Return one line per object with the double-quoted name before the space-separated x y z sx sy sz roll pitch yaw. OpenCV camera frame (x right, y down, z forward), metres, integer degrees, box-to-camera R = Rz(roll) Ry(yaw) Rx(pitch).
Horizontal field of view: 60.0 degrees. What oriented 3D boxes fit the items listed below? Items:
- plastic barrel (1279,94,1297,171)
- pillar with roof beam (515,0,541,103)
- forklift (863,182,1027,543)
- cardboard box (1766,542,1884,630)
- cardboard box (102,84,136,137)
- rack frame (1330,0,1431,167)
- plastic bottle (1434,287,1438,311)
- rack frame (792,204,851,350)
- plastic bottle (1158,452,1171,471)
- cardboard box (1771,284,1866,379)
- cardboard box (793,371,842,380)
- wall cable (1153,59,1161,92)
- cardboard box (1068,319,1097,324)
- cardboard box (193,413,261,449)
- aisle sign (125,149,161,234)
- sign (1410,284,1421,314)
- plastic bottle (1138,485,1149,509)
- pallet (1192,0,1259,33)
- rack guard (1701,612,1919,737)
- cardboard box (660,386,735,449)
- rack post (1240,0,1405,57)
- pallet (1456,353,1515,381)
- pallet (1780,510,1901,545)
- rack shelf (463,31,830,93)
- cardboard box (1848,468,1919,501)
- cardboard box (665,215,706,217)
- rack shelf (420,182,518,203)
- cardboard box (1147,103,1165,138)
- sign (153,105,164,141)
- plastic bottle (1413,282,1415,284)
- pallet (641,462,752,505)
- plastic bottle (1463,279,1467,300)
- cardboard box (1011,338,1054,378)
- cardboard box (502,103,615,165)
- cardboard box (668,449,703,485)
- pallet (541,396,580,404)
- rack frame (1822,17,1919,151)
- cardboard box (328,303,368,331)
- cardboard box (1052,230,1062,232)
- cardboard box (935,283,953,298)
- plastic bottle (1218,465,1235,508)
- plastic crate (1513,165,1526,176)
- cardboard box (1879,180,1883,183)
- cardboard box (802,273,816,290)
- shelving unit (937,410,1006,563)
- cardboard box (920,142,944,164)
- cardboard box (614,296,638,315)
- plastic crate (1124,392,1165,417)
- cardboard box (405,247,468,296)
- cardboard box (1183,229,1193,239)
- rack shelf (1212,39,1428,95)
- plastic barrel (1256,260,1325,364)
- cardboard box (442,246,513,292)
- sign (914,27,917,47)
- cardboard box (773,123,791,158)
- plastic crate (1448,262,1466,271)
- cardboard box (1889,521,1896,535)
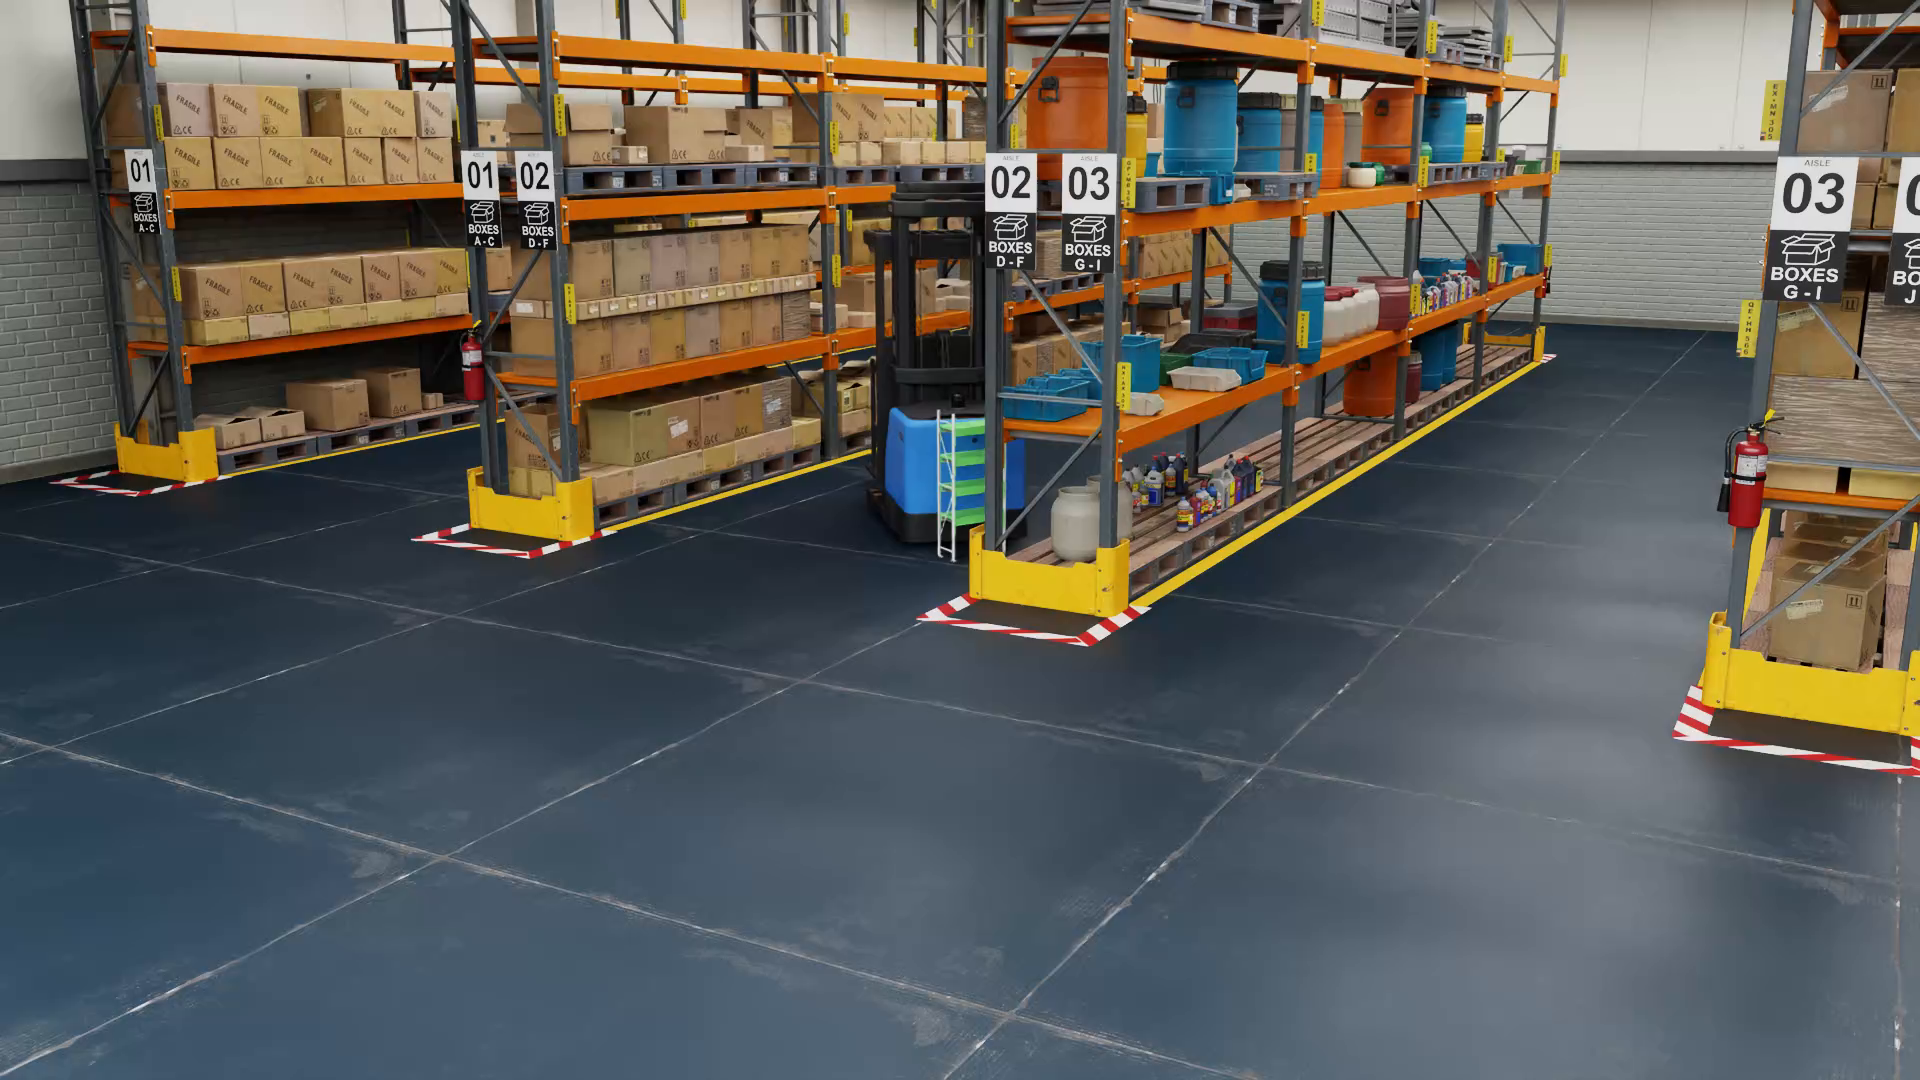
"plastic barrel" 2.951 -3.771 15.806 0.600 0.901 0.600 0 14 0
"pillar with roof beam" -1.777 -6.009 19.759 9.100 9.000 0.400 7 15 28
"forklift" -0.247 -1.699 14.826 1.130 2.935 3.031 -3 14 -12
"cardboard box" 5.557 0.334 10.685 0.500 0.500 0.500 13 19 43
"cardboard box" -8.047 -4.229 16.384 0.500 0.500 0.500 8 16 31
"rack frame" 4.513 -5.543 17.826 1.000 3.000 0.127 7 15 28
"plastic bottle" 5.643 -2.874 19.829 0.097 0.271 0.097 0 14 0
"rack frame" -2.226 -4.570 26.589 1.000 3.000 0.127 7 15 28
"plastic bottle" 1.826 -0.614 14.892 0.144 0.351 0.185 8 16 30
"cardboard box" 5.031 -1.244 9.814 0.500 0.500 0.500 7 15 28
"cardboard box" -1.564 -1.731 18.588 0.500 0.311 0.500 8 16 30
"wall cable" 5.123 -10.066 32.436 3.097 2.526 0.112 7 15 28
"cardboard box" 1.665 -2.936 24.208 0.500 0.500 0.500 7 15 26
"cardboard box" -7.614 -1.146 17.187 0.500 0.311 0.500 6 15 22
"aisle sign" -7.799 -3.323 15.870 0.394 0.787 0.004 7 15 28
"sign" 4.998 -2.645 18.257 0.100 0.325 0.005 7 15 28
"plastic bottle" 1.566 -0.372 14.209 0.097 0.201 0.097 0 14 0
"pallet" 1.616 -4.013 12.734 1.003 0.211 1.213 7 15 28
"rack guard" 5.018 0.775 9.751 1.175 0.500 0.348 7 15 28
"cardboard box" -2.507 -1.172 15.864 0.500 0.500 0.500 7 15 28
"rack post" 3.456 -5.233 16.115 1.013 1.000 3.121 7 15 28
"pallet" 7.357 -2.498 23.946 1.003 0.211 1.213 7 15 28
"pallet" 7.290 -0.049 13.787 1.003 0.211 1.213 7 15 28
"rack shelf" -2.722 -4.330 15.182 1.077 0.370 4.000 7 15 28
"cardboard box" 5.328 -0.334 9.553 0.380 0.149 0.250 7 15 28
"cardboard box" -3.914 -4.545 23.995 0.500 0.250 0.500 7 15 26
"rack shelf" -5.127 -4.447 21.216 1.077 0.370 4.000 7 15 28
"cardboard box" 2.680 -6.193 24.574 0.700 0.500 0.500 7 15 28
"sign" -7.552 -3.930 15.668 0.100 0.325 0.005 7 15 28
"plastic bottle" 5.831 -3.214 21.387 0.097 0.201 0.097 0 14 0
"pallet" -2.765 -0.603 16.083 1.003 0.211 1.213 7 15 28
"plastic bottle" 6.362 -3.195 21.149 0.152 0.276 0.135 7 15 28
"cardboard box" 0.897 -2.356 21.803 0.500 0.500 0.500 7 15 26
"cardboard box" -3.407 -3.445 14.110 0.797 0.503 0.637 9 16 32
"cardboard box" -2.754 -0.705 15.529 0.500 0.250 0.500 7 15 28
"pallet" -5.130 -1.984 21.813 1.003 0.211 1.213 7 15 28
"rack frame" 6.915 -4.161 12.094 1.000 3.000 0.127 7 15 28
"cardboard box" -6.777 -2.424 17.966 0.500 0.250 0.500 8 15 29
"cardboard box" 1.687 -4.190 23.905 0.700 0.500 0.500 2 14 9
"cardboard box" -0.423 -2.984 20.200 0.500 0.311 0.500 7 15 27
"plastic bottle" 2.271 -0.462 14.262 0.144 0.351 0.185 7 15 28
"plastic crate" 7.599 -5.146 23.141 0.437 0.136 0.530 7 15 28
"cardboard box" 5.684 -1.986 9.790 0.500 0.250 0.500 7 15 27
"cardboard box" -1.699 -2.652 17.036 0.380 0.149 0.250 7 15 28
"shelving unit" 0.096 -0.458 13.371 0.503 1.200 0.258 -8 16 -31
"cardboard box" -0.516 -4.453 19.128 0.500 0.250 0.500 7 15 27
"cardboard box" -3.064 -2.073 14.634 0.380 0.149 0.250 7 15 28
"plastic crate" 1.360 -1.004 12.362 0.298 0.136 0.250 7 15 28
"cardboard box" -6.051 -3.098 19.160 0.500 0.500 0.500 7 15 28
"cardboard box" 3.333 -4.926 25.720 0.500 0.500 0.500 8 16 30
"rack shelf" 3.546 -4.589 16.255 1.077 0.370 4.000 7 15 28
"plastic barrel" 3.031 -2.095 15.253 0.600 0.901 0.708 7 15 28
"cardboard box" -5.817 -3.292 20.135 0.700 0.500 0.500 7 15 28
"sign" -0.775 -8.902 29.428 0.100 0.325 0.005 7 15 28
"cardboard box" -2.960 -6.001 24.973 0.700 0.500 0.500 7 15 27
"plastic crate" 7.191 -3.871 23.918 0.416 0.233 0.300 7 15 28
"cardboard box" 7.231 -0.367 13.551 0.700 0.500 0.500 6 15 24
